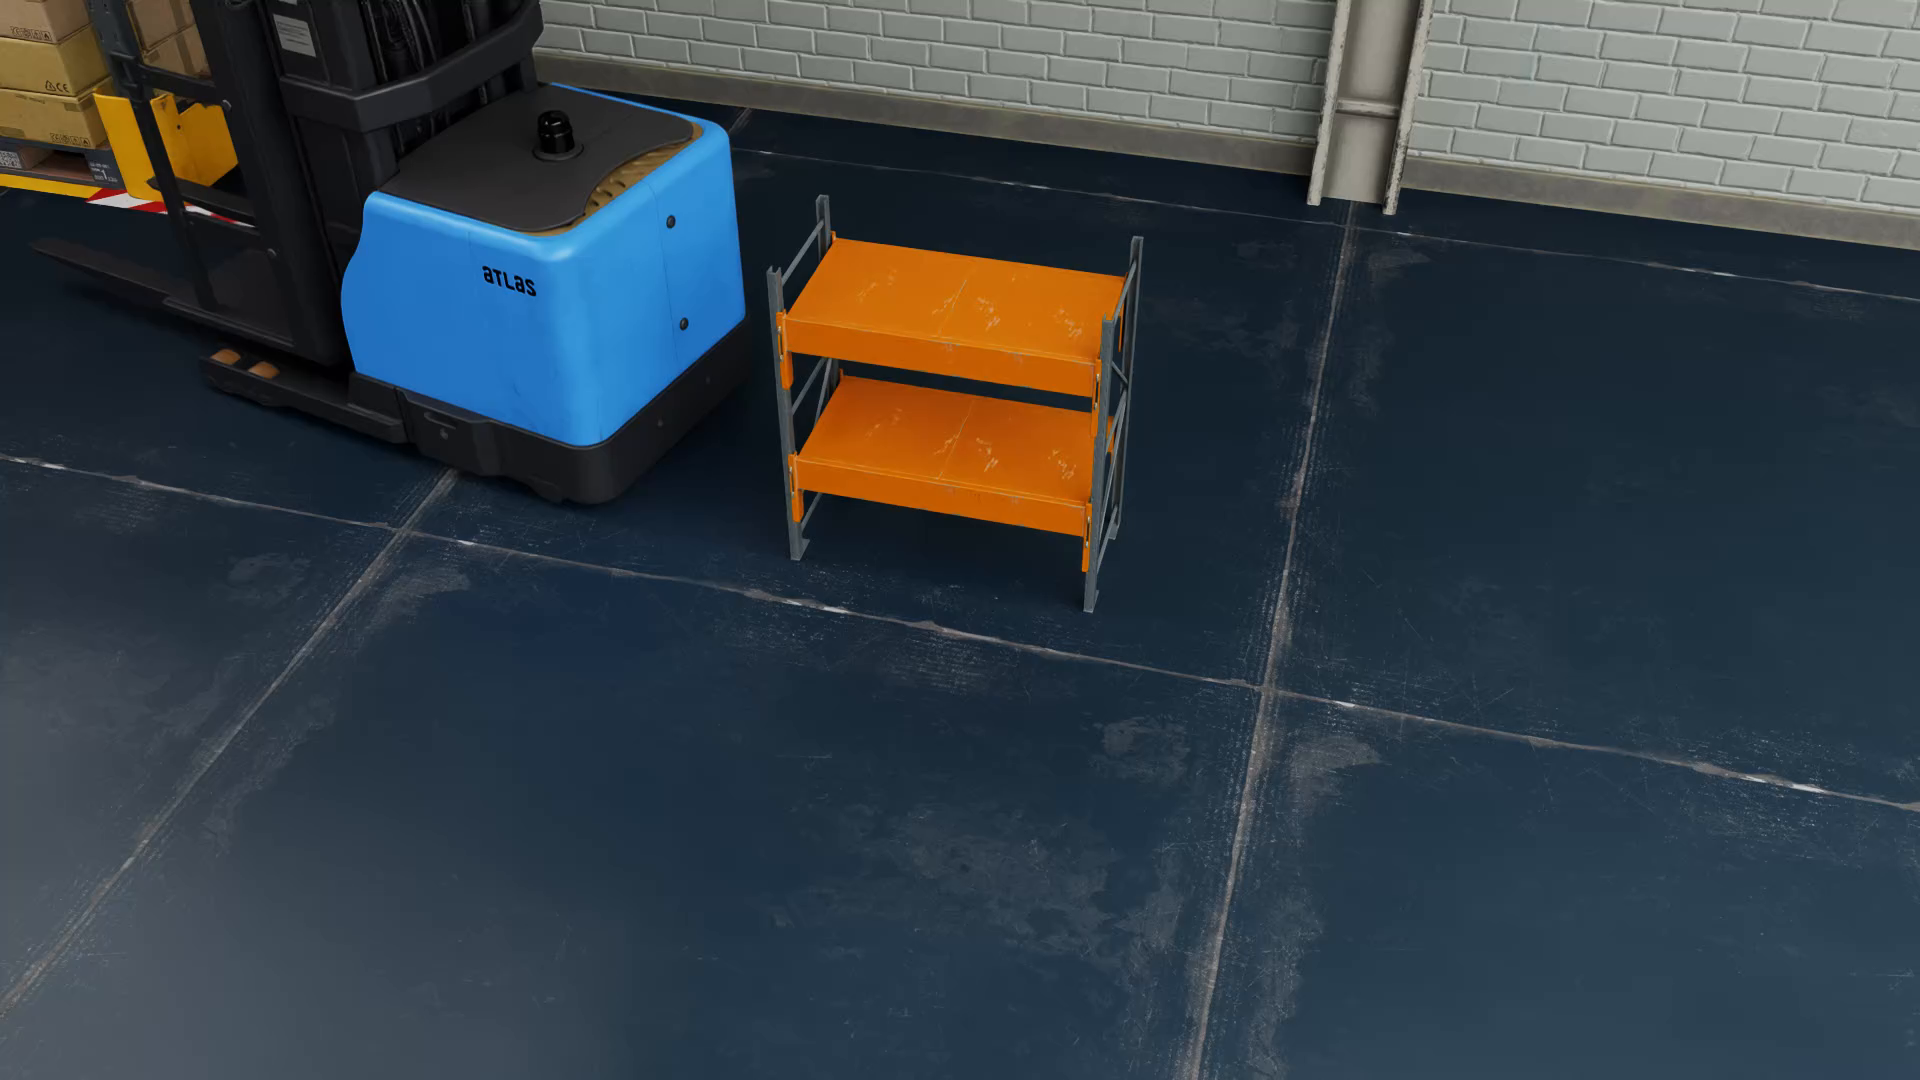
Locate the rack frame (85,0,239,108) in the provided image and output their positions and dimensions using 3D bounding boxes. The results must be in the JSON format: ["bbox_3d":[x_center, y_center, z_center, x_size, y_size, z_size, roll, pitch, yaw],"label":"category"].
[{"bbox_3d":[-3.548,-3.063,7.065,0.127,3.000,1.000,10,41,11],"label":"rack frame"}]

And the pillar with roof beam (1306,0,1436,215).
[{"bbox_3d":[0.696,-2.364,1.568,0.400,9.000,9.100,10,41,11],"label":"pillar with roof beam"}]

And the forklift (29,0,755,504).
[{"bbox_3d":[-2.342,-1.915,5.752,3.031,2.935,1.130,18,43,21],"label":"forklift"}]

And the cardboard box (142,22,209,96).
[{"bbox_3d":[-3.972,-2.374,8.056,0.500,0.250,0.500,10,41,12],"label":"cardboard box"}]

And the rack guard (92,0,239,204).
[{"bbox_3d":[-3.525,-2.102,7.864,0.348,0.500,1.175,10,41,11],"label":"rack guard"}]

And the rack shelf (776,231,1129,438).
[{"bbox_3d":[-0.007,-0.656,5.201,1.000,0.278,0.538,10,41,11],"label":"rack shelf"}]

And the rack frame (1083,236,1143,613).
[{"bbox_3d":[0.485,-0.347,5.289,0.032,1.125,0.500,10,41,11],"label":"rack frame"}]

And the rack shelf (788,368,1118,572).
[{"bbox_3d":[-0.007,-0.245,5.547,1.000,0.278,0.538,10,41,11],"label":"rack shelf"}]

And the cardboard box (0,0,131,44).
[{"bbox_3d":[-4.074,-2.437,7.353,0.500,0.250,0.500,11,41,13],"label":"cardboard box"}]

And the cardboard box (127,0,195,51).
[{"bbox_3d":[-3.949,-2.570,7.900,0.500,0.250,0.500,10,41,12],"label":"cardboard box"}]

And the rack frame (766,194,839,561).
[{"bbox_3d":[-0.498,-0.516,5.490,0.032,1.125,0.500,10,41,11],"label":"rack frame"}]

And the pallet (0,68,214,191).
[{"bbox_3d":[-4.298,-2.096,8.082,1.213,0.211,1.003,10,41,11],"label":"pallet"}]

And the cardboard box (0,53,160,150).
[{"bbox_3d":[-4.084,-2.053,7.673,0.500,0.250,0.500,10,41,12],"label":"cardboard box"}]

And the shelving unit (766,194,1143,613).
[{"bbox_3d":[-0.007,-0.432,5.390,1.048,1.125,0.538,10,41,11],"label":"shelving unit"}]

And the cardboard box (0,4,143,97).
[{"bbox_3d":[-4.099,-2.249,7.518,0.500,0.250,0.500,9,41,11],"label":"cardboard box"}]

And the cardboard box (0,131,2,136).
[{"bbox_3d":[-4.562,-2.141,7.779,0.500,0.250,0.500,10,41,11],"label":"cardboard box"}]
